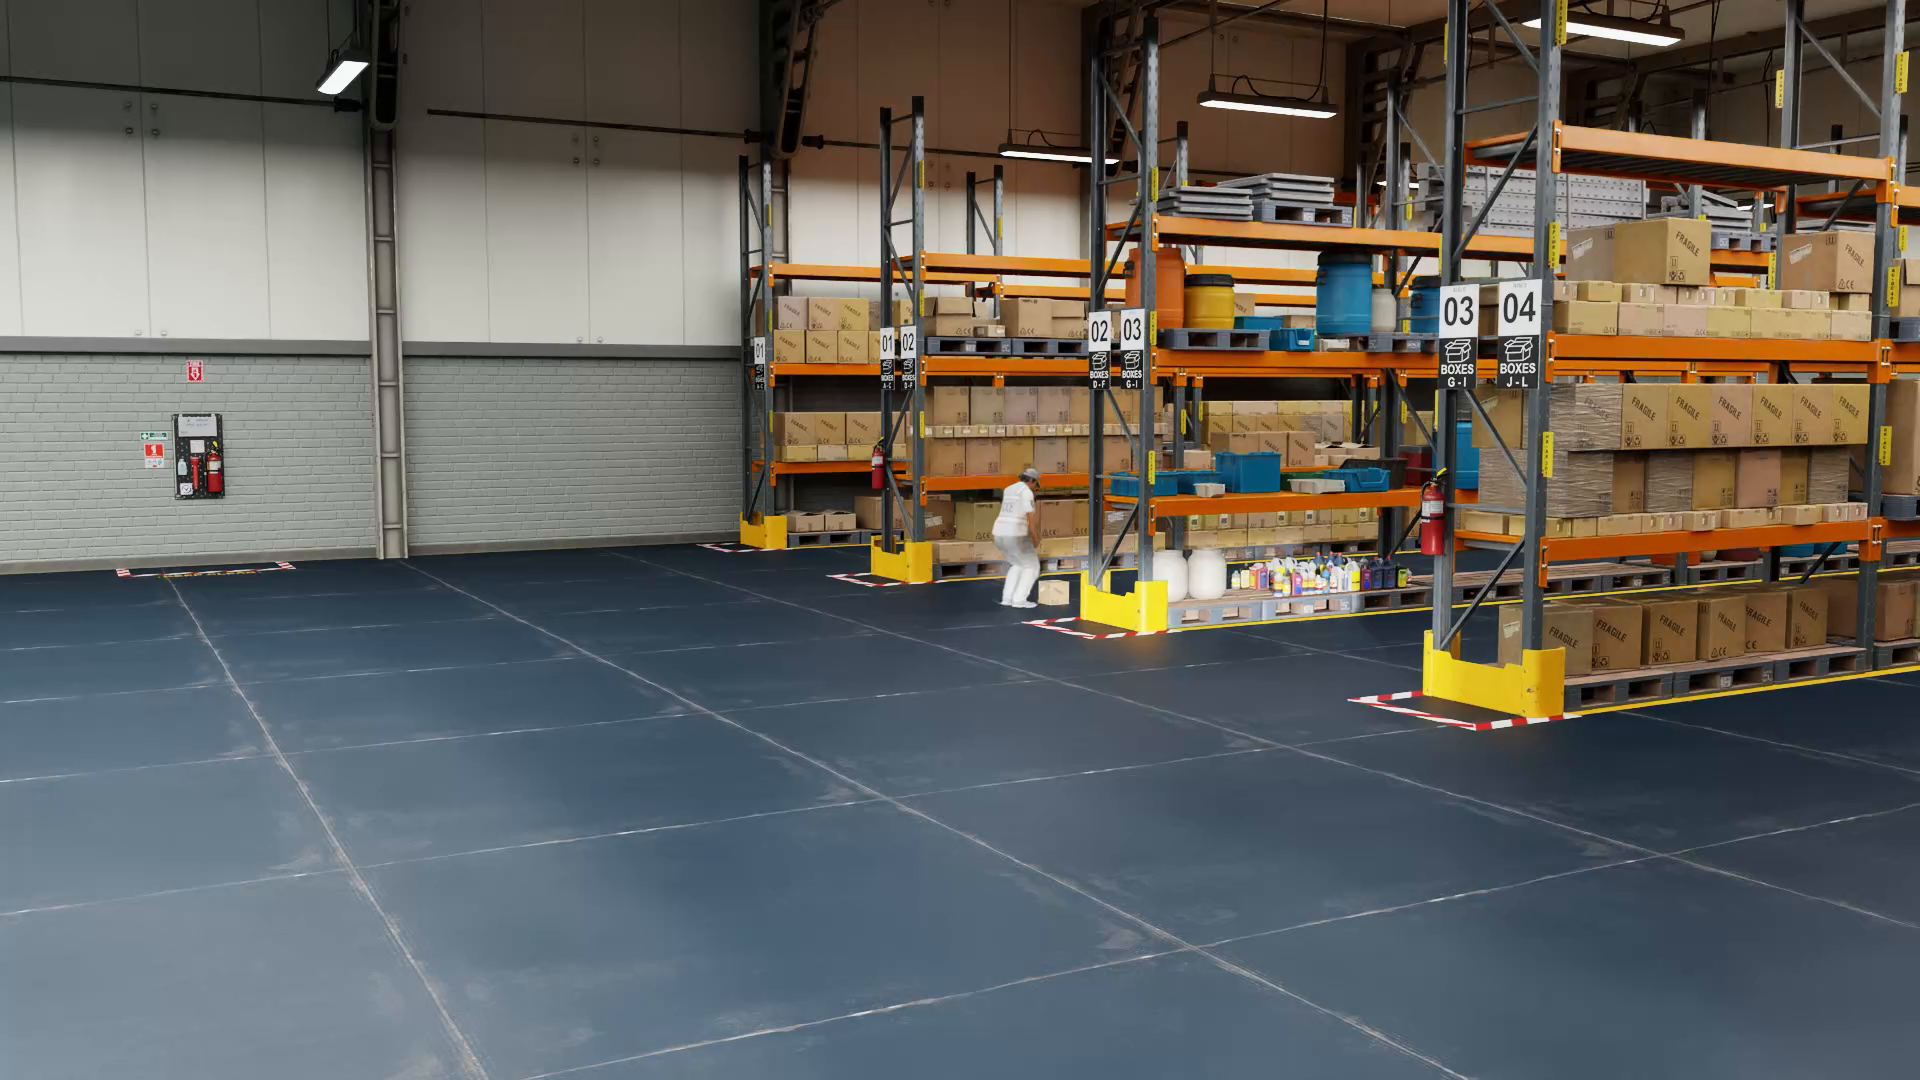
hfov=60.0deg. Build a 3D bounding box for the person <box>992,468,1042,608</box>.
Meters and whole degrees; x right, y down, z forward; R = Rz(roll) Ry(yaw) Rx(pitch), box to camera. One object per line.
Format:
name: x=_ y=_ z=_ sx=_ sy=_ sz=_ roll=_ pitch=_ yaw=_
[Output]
person: x=0.651 y=-0.024 z=18.534 sx=0.591 sy=1.541 sz=0.519 roll=-3 pitch=6 yaw=-28
